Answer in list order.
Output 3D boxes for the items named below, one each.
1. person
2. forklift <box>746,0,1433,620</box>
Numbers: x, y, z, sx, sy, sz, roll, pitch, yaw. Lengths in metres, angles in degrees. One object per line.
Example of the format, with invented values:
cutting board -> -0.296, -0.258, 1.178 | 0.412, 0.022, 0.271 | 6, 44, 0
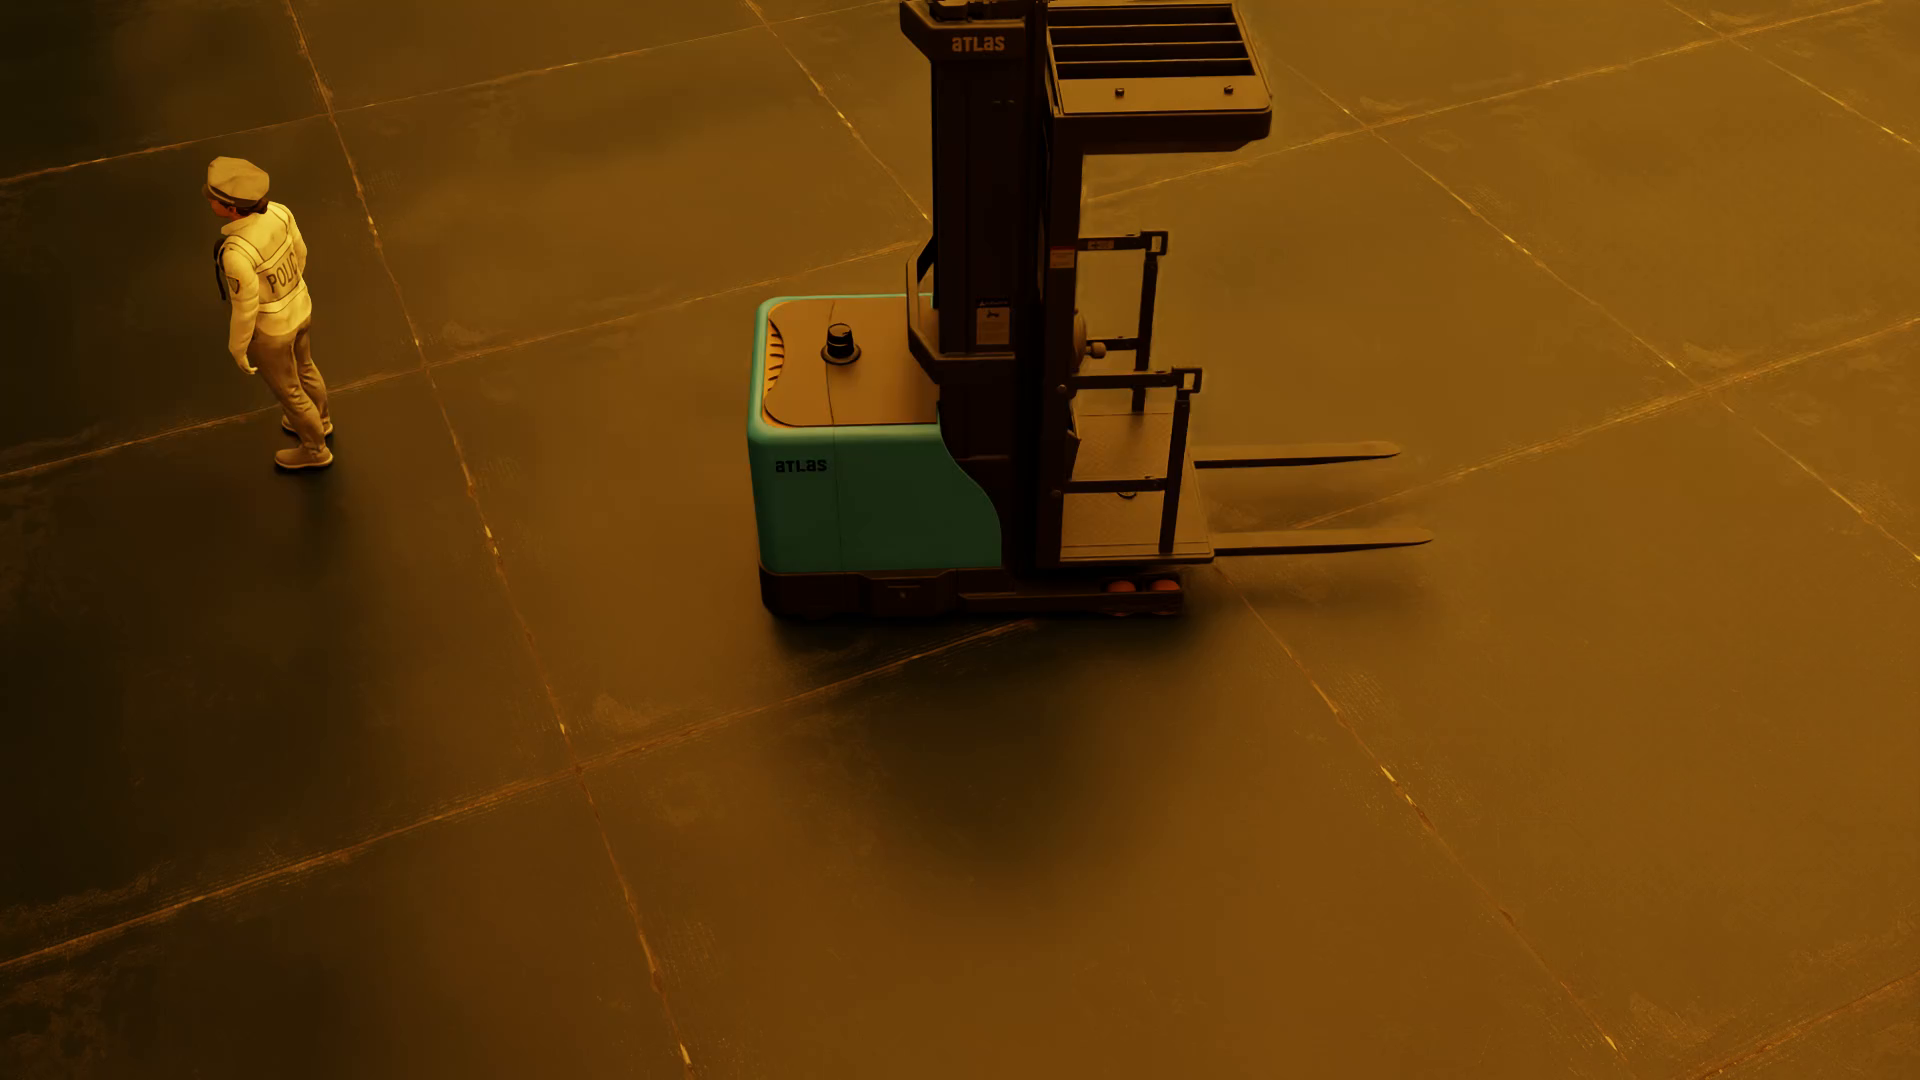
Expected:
person -> -3.224, -1.021, 7.670 | 0.532, 1.696, 0.584 | 8, 44, 9
forklift -> 0.610, -1.090, 6.848 | 3.031, 2.935, 1.130 | -2, 43, -2
